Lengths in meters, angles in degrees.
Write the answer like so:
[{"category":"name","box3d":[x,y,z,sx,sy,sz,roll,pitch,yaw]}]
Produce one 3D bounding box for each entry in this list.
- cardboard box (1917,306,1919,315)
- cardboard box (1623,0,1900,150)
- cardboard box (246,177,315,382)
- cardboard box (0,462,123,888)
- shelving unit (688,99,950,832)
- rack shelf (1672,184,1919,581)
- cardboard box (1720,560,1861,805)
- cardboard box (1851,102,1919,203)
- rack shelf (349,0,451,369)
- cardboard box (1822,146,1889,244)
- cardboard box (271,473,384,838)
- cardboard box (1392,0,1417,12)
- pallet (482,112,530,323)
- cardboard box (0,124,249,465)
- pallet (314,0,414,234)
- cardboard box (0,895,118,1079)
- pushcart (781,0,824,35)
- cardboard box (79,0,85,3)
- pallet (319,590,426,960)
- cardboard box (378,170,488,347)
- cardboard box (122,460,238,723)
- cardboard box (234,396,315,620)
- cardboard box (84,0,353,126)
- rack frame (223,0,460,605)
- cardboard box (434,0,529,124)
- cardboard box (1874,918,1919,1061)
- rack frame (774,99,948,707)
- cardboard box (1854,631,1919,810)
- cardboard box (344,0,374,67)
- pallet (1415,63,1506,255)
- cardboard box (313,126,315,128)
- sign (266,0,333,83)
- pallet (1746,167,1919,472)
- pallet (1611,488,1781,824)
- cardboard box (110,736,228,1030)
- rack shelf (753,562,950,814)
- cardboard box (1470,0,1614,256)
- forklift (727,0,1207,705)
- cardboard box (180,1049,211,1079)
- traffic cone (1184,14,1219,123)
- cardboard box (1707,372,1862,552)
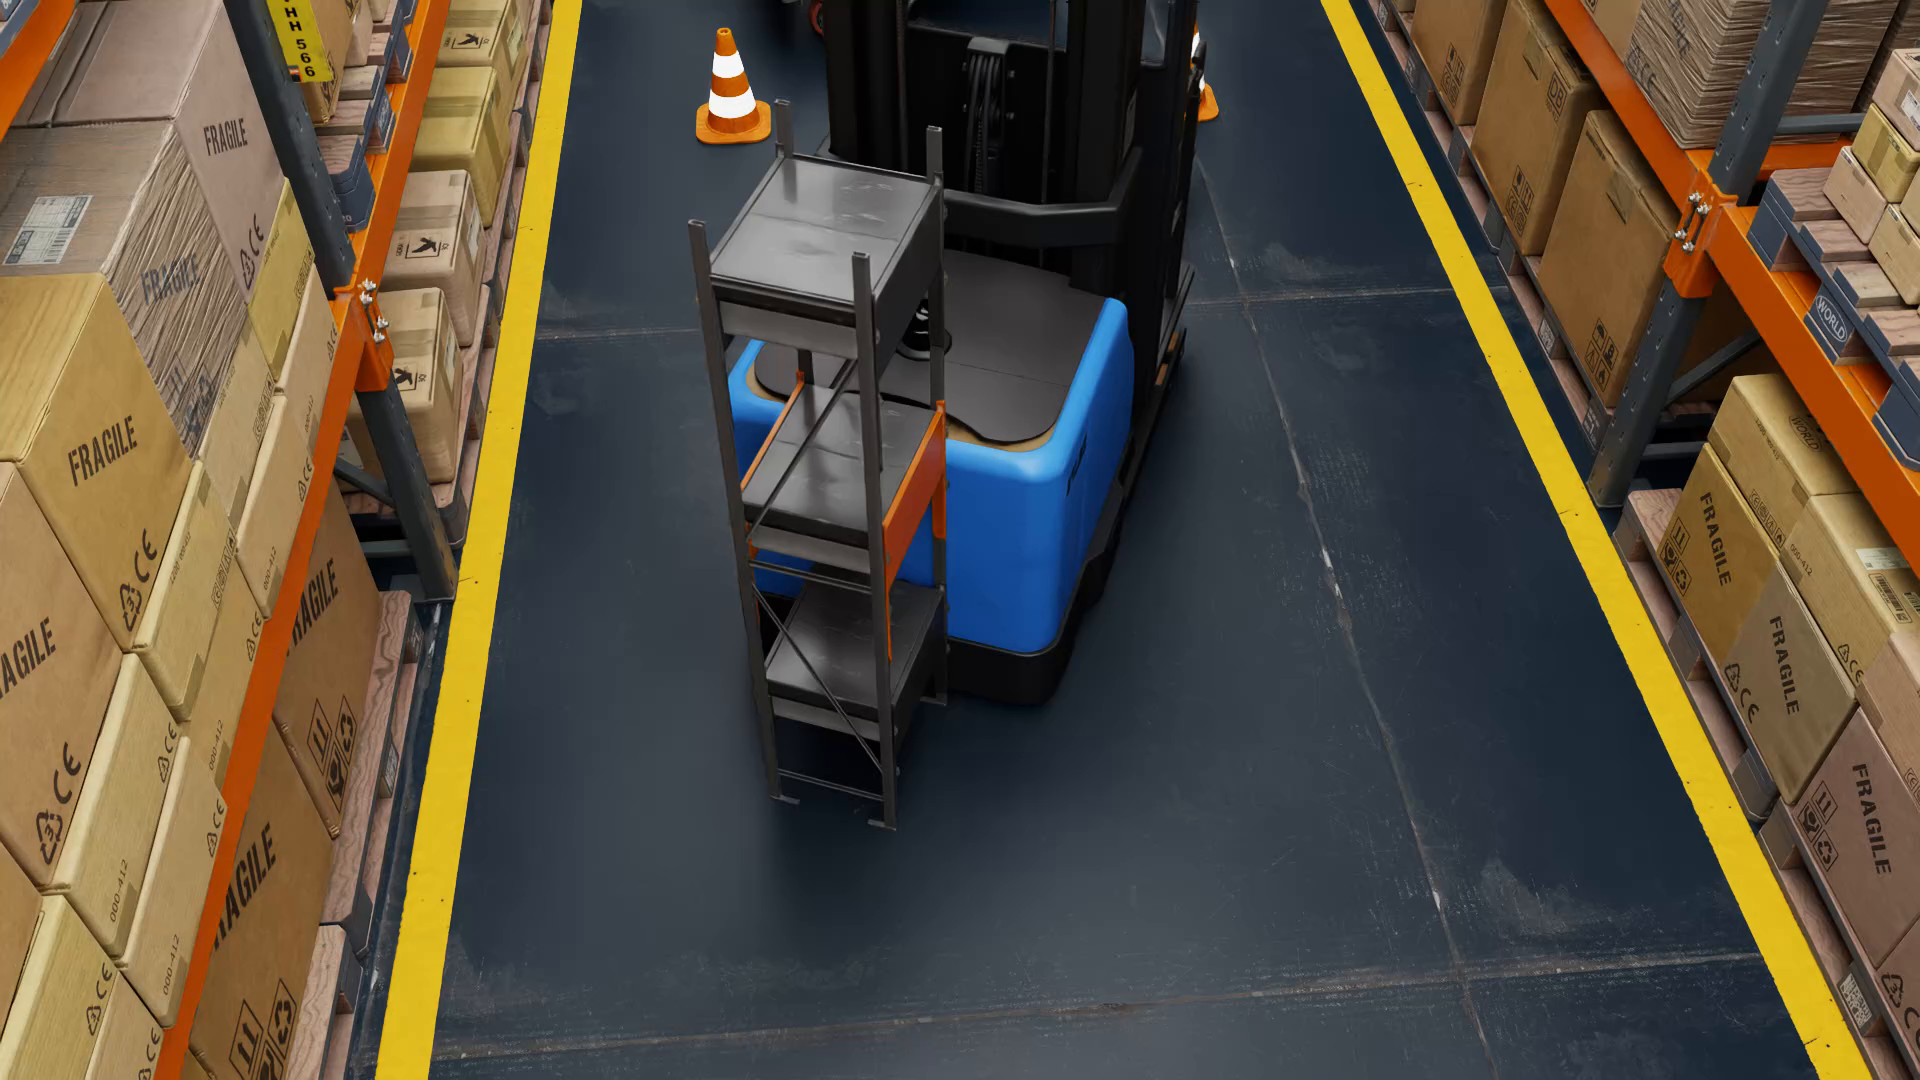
[{"category":"cardboard box","box3d":[2.616,-0.545,4.084,0.380,0.149,0.250,-1,47,-1]},{"category":"cardboard box","box3d":[2.429,-1.557,5.089,0.500,0.500,0.500,-3,47,-3]},{"category":"cardboard box","box3d":[-1.896,-0.624,4.034,0.500,0.250,0.500,-4,47,-3]},{"category":"cardboard box","box3d":[-1.764,0.238,2.701,0.500,0.500,0.500,-4,47,-4]},{"category":"shelving unit","box3d":[-0.306,-0.073,4.373,0.431,2.100,0.503,13,48,12]},{"category":"rack shelf","box3d":[2.902,0.482,3.723,1.077,0.370,4.000,-3,47,-3]},{"category":"cardboard box","box3d":[2.585,0.393,4.744,0.500,0.500,0.500,-3,47,-3]},{"category":"cardboard box","box3d":[2.575,-1.011,4.321,0.380,0.149,0.250,-2,47,-2]},{"category":"rack shelf","box3d":[-2.357,-2.038,6.110,1.077,0.370,4.000,-3,47,-3]},{"category":"cardboard box","box3d":[2.571,-0.935,4.453,0.380,0.149,0.250,-4,47,-4]},{"category":"cardboard box","box3d":[-2.215,0.252,4.619,0.875,0.875,0.875,-4,47,-4]},{"category":"cardboard box","box3d":[2.541,-3.034,7.818,1.050,0.750,0.750,-4,47,-3]},{"category":"pallet","box3d":[-2.353,-1.326,6.860,1.003,0.211,1.213,-3,47,-3]},{"category":"cardboard box","box3d":[-1.835,-0.488,3.389,0.500,0.500,0.500,-3,47,-3]},{"category":"pallet","box3d":[-2.356,-1.282,5.030,1.213,0.211,1.003,-3,47,-3]},{"category":"cardboard box","box3d":[-1.698,0.857,2.631,0.500,0.250,0.500,-3,47,-3]},{"category":"pushcart","box3d":[-0.257,-3.006,8.337,1.648,0.377,0.936,-19,49,-17]},{"category":"cardboard box","box3d":[-2.505,-1.432,4.477,0.500,0.500,0.500,-5,47,-4]},{"category":"pallet","box3d":[-2.199,0.695,4.946,1.003,0.211,1.213,-3,47,-3]},{"category":"cardboard box","box3d":[-2.297,-1.022,6.173,0.950,0.372,0.625,-4,47,-4]},{"category":"cardboard box","box3d":[-1.786,0.116,3.333,0.500,0.250,0.500,-5,47,-4]},{"category":"cardboard box","box3d":[-1.830,-0.068,3.852,0.500,0.250,0.500,-3,47,-3]},{"category":"cardboard box","box3d":[-1.997,-1.459,4.503,0.500,0.500,0.500,-5,47,-4]},{"category":"rack frame","box3d":[-2.190,-0.839,4.478,1.000,3.000,0.127,-3,47,-3]},{"category":"cardboard box","box3d":[-2.415,-2.074,7.169,0.950,0.372,0.625,-1,47,-1]},{"category":"cardboard box","box3d":[2.675,1.134,4.043,0.500,0.500,0.500,-4,47,-4]},{"category":"rack frame","box3d":[-0.233,-0.242,4.533,0.400,2.100,0.015,13,48,12]},{"category":"cardboard box","box3d":[2.622,0.484,4.142,0.500,0.250,0.500,-3,47,-3]},{"category":"cardboard box","box3d":[-1.999,-1.551,5.036,0.380,0.149,0.250,-6,47,-6]},{"category":"pallet","box3d":[2.645,-1.709,7.224,1.003,0.211,1.213,-3,47,-3]},{"category":"cardboard box","box3d":[-2.032,-1.143,4.651,0.380,0.149,0.250,-6,47,-6]},{"category":"sign","box3d":[-1.637,-1.273,4.092,0.100,0.325,0.005,-3,47,-3]},{"category":"pallet","box3d":[2.900,-0.638,4.420,1.213,0.211,1.003,-3,47,-3]},{"category":"pallet","box3d":[2.798,0.312,5.309,1.003,0.211,1.213,-3,47,-3]},{"category":"cardboard box","box3d":[-1.733,0.664,3.158,0.500,0.250,0.500,-4,47,-4]},{"category":"rack shelf","box3d":[-0.306,0.418,4.891,0.431,0.518,0.480,13,48,12]},{"category":"cardboard box","box3d":[2.697,-1.662,6.518,1.050,0.750,0.750,-3,47,-3]},{"category":"forklift","box3d":[0.226,-1.588,5.235,1.130,2.935,3.031,13,48,12]},{"category":"cardboard box","box3d":[-2.070,1.545,3.395,0.875,0.875,0.875,-2,47,-2]},{"category":"traffic cone","box3d":[1.007,-2.172,7.489,0.336,0.463,0.334,-3,47,-3]},{"category":"cardboard box","box3d":[2.551,-0.242,4.829,0.500,0.250,0.500,-5,47,-5]}]
